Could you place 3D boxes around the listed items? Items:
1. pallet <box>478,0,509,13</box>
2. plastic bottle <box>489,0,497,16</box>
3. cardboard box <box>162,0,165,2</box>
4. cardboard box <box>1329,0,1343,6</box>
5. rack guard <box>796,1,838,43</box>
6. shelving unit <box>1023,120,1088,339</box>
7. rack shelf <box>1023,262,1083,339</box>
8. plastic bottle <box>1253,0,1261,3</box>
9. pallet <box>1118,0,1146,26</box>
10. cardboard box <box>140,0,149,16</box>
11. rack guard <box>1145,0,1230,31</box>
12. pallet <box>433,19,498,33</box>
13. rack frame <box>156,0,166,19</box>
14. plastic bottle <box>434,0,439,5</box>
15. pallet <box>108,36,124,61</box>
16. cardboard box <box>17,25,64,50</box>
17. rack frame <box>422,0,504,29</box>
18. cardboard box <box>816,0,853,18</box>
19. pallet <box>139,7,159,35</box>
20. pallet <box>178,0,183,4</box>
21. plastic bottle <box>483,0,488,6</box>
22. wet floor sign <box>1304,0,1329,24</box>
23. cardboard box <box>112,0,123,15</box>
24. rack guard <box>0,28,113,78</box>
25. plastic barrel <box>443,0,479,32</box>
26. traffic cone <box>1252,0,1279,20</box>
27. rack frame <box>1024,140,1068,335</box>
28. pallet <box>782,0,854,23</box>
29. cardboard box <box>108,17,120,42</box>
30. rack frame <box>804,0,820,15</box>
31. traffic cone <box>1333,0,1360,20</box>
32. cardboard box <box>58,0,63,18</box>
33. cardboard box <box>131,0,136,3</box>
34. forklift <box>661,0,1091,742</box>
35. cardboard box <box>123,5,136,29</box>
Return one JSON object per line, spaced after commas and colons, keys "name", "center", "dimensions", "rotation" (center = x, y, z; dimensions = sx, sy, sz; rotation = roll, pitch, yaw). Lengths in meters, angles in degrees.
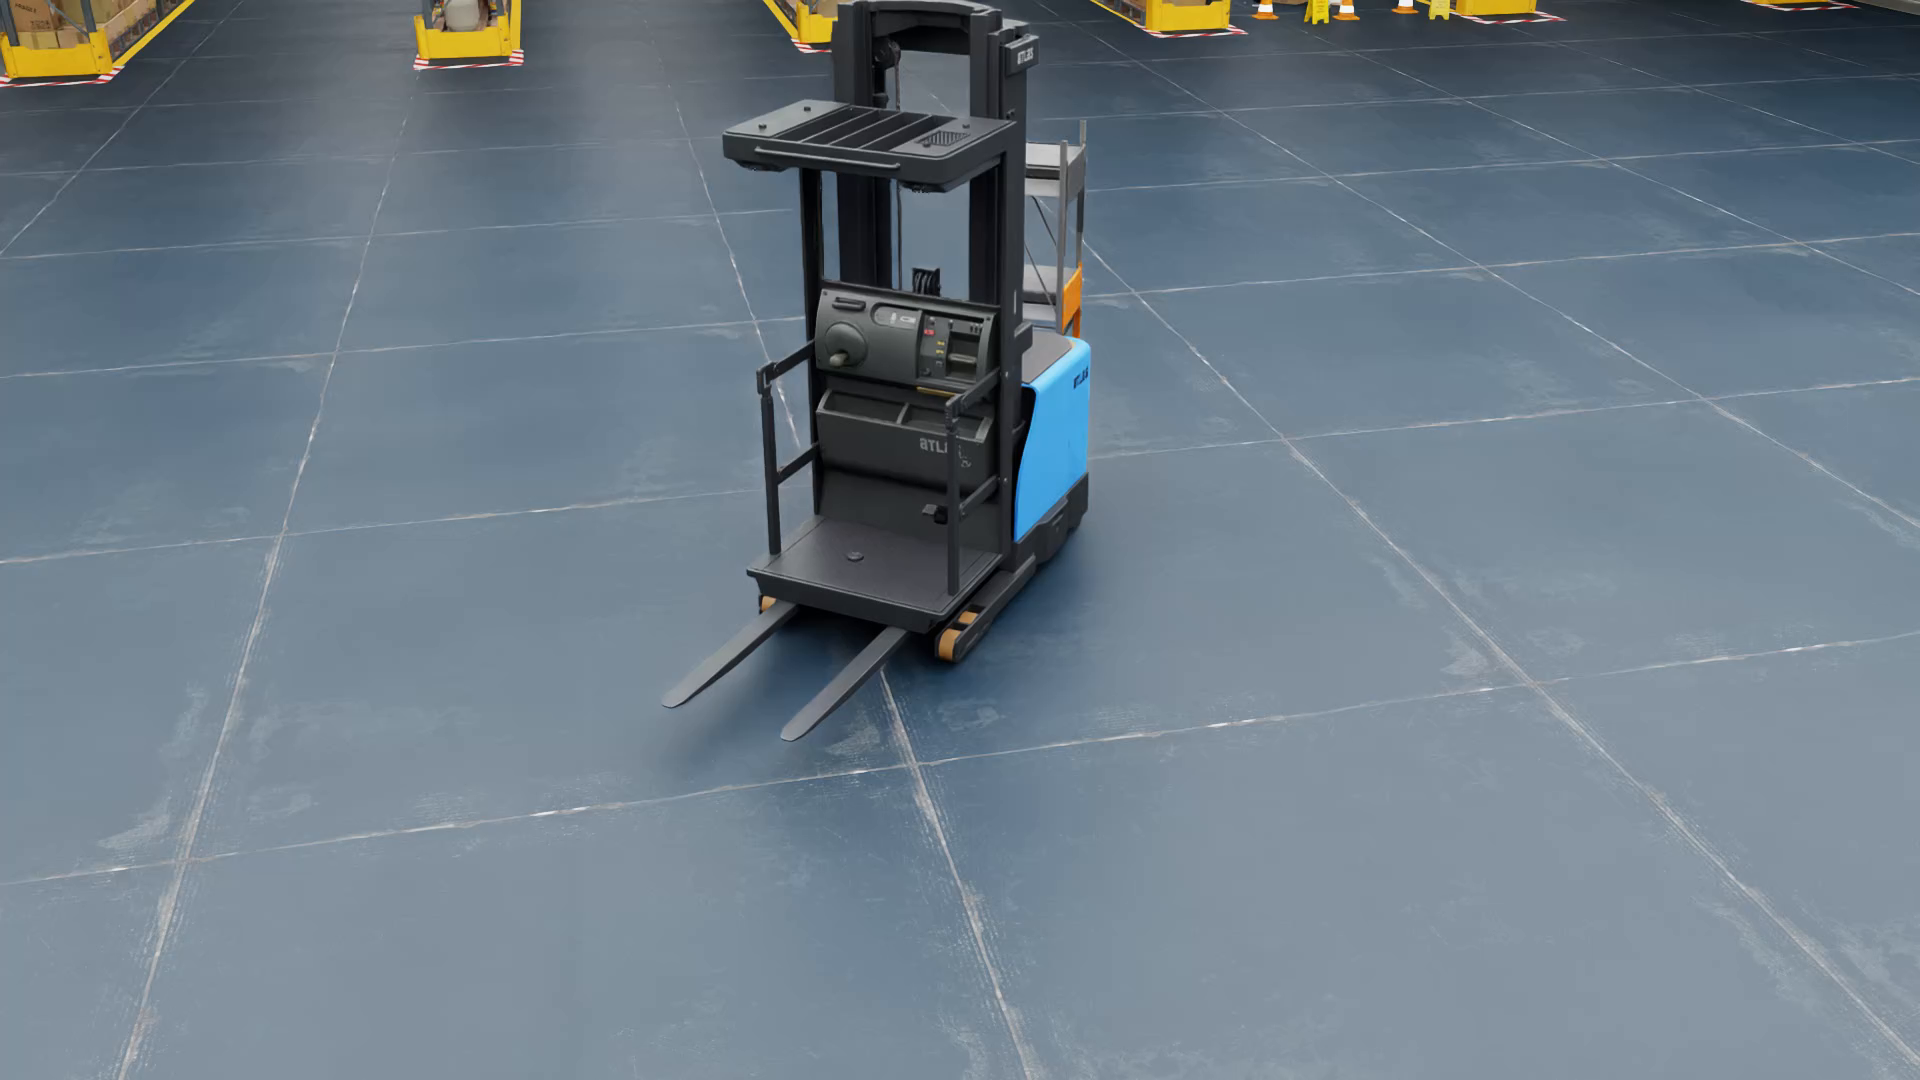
{"name": "pallet", "center": [-7.236, -7.916, 24.698], "dimensions": [1.003, 0.211, 1.213], "rotation": [-6, 27, -12]}
{"name": "plastic bottle", "center": [-6.550, -7.510, 23.339], "dimensions": [0.097, 0.271, 0.097], "rotation": [0, 27, 0]}
{"name": "cardboard box", "center": [-12.023, -8.120, 24.595], "dimensions": [0.500, 0.250, 0.500], "rotation": [-7, 28, -13]}
{"name": "cardboard box", "center": [5.772, -8.310, 25.549], "dimensions": [0.380, 0.149, 0.250], "rotation": [8, 28, 15]}
{"name": "rack guard", "center": [-1.636, -7.124, 22.809], "dimensions": [1.175, 0.500, 0.348], "rotation": [-6, 27, -12]}
{"name": "shelving unit", "center": [0.438, -1.293, 9.481], "dimensions": [0.431, 2.100, 0.503], "rotation": [7, 28, 14]}
{"name": "rack shelf", "center": [0.438, -1.281, 9.487], "dimensions": [0.431, 0.518, 0.480], "rotation": [7, 28, 14]}
{"name": "plastic bottle", "center": [4.636, -8.348, 25.722], "dimensions": [0.133, 0.061, 0.283], "rotation": [-16, 31, -29]}
{"name": "pallet", "center": [2.979, -7.764, 24.398], "dimensions": [1.003, 0.211, 1.213], "rotation": [-6, 27, -12]}
{"name": "cardboard box", "center": [-11.753, -7.516, 23.398], "dimensions": [0.500, 0.250, 0.500], "rotation": [-6, 27, -12]}
{"name": "rack guard", "center": [3.241, -7.539, 23.632], "dimensions": [1.175, 0.500, 0.348], "rotation": [-6, 27, -12]}
{"name": "pallet", "center": [-6.686, -6.844, 22.576], "dimensions": [1.003, 0.211, 1.213], "rotation": [-6, 27, -12]}
{"name": "rack frame", "center": [-12.173, -8.958, 23.669], "dimensions": [1.000, 3.000, 0.127], "rotation": [-6, 27, -12]}
{"name": "plastic bottle", "center": [-7.330, -7.498, 23.304], "dimensions": [0.061, 0.283, 0.133], "rotation": [-5, 27, -10]}
{"name": "pallet", "center": [-11.485, -6.289, 21.475], "dimensions": [1.003, 0.211, 1.213], "rotation": [-6, 27, -12]}
{"name": "cardboard box", "center": [-11.680, -6.368, 21.122], "dimensions": [0.500, 0.250, 0.500], "rotation": [-6, 27, -12]}
{"name": "rack frame", "center": [-6.445, -7.704, 21.184], "dimensions": [1.000, 3.000, 0.127], "rotation": [-6, 27, -12]}
{"name": "cardboard box", "center": [-1.744, -7.554, 23.195], "dimensions": [0.500, 0.500, 0.500], "rotation": [-1, 27, -2]}
{"name": "pallet", "center": [-12.035, -7.360, 23.597], "dimensions": [1.003, 0.211, 1.213], "rotation": [-6, 27, -12]}
{"name": "pallet", "center": [-12.656, -8.569, 25.994], "dimensions": [1.003, 0.211, 1.213], "rotation": [-6, 27, -12]}
{"name": "plastic bottle", "center": [-6.875, -7.881, 24.061], "dimensions": [0.061, 0.283, 0.133], "rotation": [-6, 27, -12]}
{"name": "wet floor sign", "center": [5.171, -7.803, 23.994], "dimensions": [0.267, 0.644, 0.232], "rotation": [-11, 29, -20]}
{"name": "cardboard box", "center": [-11.415, -7.192, 21.924], "dimensions": [0.500, 0.500, 0.500], "rotation": [-6, 27, -12]}
{"name": "rack guard", "center": [-11.266, -6.076, 20.733], "dimensions": [1.175, 0.500, 0.348], "rotation": [-6, 27, -12]}
{"name": "plastic barrel", "center": [-6.668, -7.062, 22.207], "dimensions": [0.421, 0.512, 0.421], "rotation": [0, 27, 0]}
{"name": "traffic cone", "center": [4.500, -7.911, 24.409], "dimensions": [0.336, 0.463, 0.334], "rotation": [-6, 27, -12]}
{"name": "rack frame", "center": [0.372, -1.187, 9.271], "dimensions": [0.400, 2.100, 0.015], "rotation": [7, 28, 14]}
{"name": "pallet", "center": [-2.057, -7.890, 24.647], "dimensions": [1.003, 0.211, 1.213], "rotation": [-6, 27, -12]}
{"name": "cardboard box", "center": [-11.292, -6.639, 21.660], "dimensions": [0.500, 0.250, 0.500], "rotation": [-6, 27, -12]}
{"name": "rack frame", "center": [-1.619, -8.206, 22.180], "dimensions": [1.000, 3.000, 0.127], "rotation": [-6, 27, -12]}
{"name": "traffic cone", "center": [5.677, -7.876, 24.341], "dimensions": [0.336, 0.463, 0.334], "rotation": [-6, 27, -12]}
{"name": "cardboard box", "center": [-11.922, -7.140, 21.820], "dimensions": [0.500, 0.500, 0.500], "rotation": [-6, 27, -12]}
{"name": "cardboard box", "center": [-11.638, -7.632, 22.795], "dimensions": [0.500, 0.500, 0.500], "rotation": [-6, 27, -12]}
{"name": "forklift", "center": [-0.365, -0.935, 7.849], "dimensions": [1.130, 2.935, 3.031], "rotation": [12, 29, 23]}
{"name": "cardboard box", "center": [-11.512, -7.079, 22.531], "dimensions": [0.500, 0.250, 0.500], "rotation": [-6, 27, -12]}
